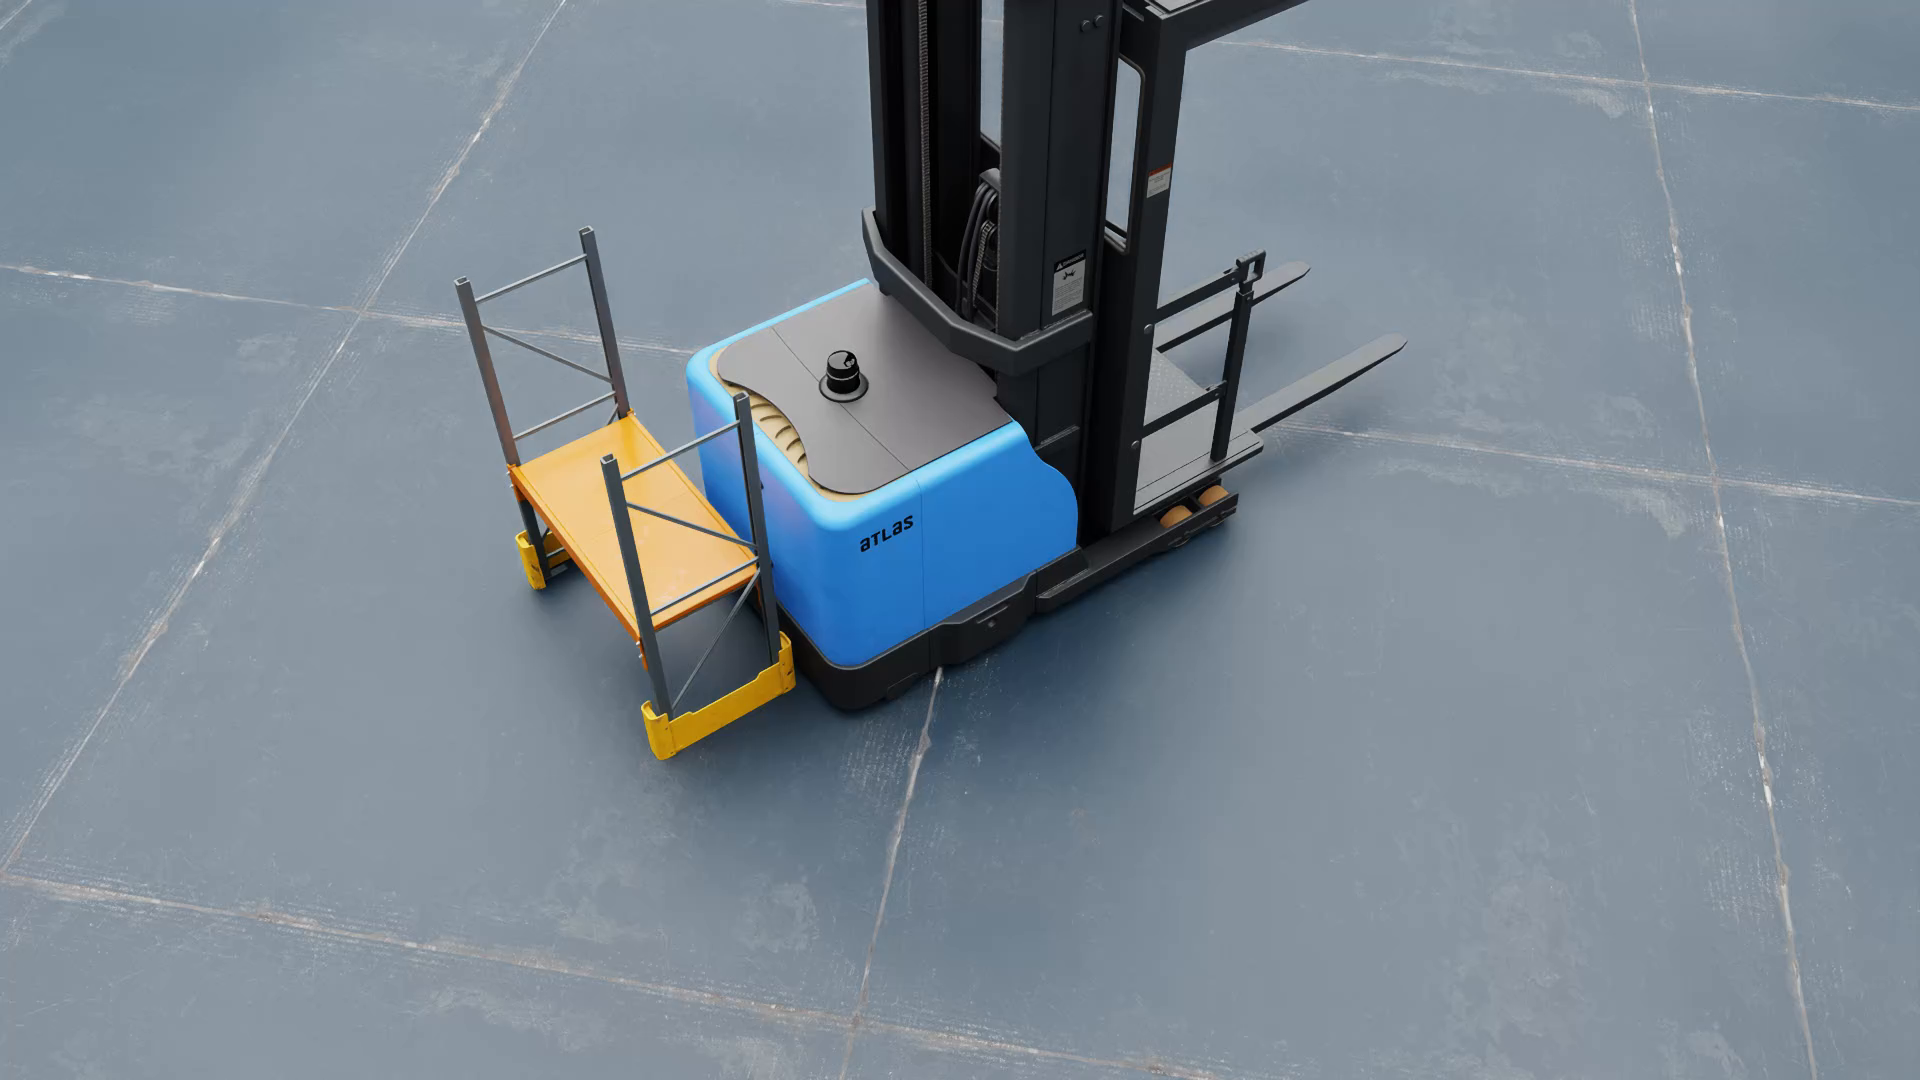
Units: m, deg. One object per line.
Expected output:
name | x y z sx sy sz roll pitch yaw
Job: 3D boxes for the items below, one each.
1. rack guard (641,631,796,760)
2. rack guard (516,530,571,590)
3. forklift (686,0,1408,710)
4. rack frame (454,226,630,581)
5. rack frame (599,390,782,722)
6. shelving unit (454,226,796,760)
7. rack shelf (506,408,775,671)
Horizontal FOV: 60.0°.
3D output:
rack guard | -0.869 0.565 6.046 0.587 0.250 0.087 -28 54 -23
rack guard | -1.455 -0.034 6.585 0.587 0.250 0.087 -28 54 -23
forklift | 0.513 -1.249 5.874 3.031 2.935 1.130 -28 54 -23
rack frame | -1.456 -0.453 6.120 0.500 1.500 0.032 -28 54 -23
rack frame | -0.857 0.159 5.571 0.500 1.500 0.032 -28 54 -23
shelving unit | -1.162 -0.152 5.851 0.587 1.500 1.083 -28 54 -23
rack shelf | -1.156 -0.027 5.979 0.538 0.185 1.000 -28 54 -23
